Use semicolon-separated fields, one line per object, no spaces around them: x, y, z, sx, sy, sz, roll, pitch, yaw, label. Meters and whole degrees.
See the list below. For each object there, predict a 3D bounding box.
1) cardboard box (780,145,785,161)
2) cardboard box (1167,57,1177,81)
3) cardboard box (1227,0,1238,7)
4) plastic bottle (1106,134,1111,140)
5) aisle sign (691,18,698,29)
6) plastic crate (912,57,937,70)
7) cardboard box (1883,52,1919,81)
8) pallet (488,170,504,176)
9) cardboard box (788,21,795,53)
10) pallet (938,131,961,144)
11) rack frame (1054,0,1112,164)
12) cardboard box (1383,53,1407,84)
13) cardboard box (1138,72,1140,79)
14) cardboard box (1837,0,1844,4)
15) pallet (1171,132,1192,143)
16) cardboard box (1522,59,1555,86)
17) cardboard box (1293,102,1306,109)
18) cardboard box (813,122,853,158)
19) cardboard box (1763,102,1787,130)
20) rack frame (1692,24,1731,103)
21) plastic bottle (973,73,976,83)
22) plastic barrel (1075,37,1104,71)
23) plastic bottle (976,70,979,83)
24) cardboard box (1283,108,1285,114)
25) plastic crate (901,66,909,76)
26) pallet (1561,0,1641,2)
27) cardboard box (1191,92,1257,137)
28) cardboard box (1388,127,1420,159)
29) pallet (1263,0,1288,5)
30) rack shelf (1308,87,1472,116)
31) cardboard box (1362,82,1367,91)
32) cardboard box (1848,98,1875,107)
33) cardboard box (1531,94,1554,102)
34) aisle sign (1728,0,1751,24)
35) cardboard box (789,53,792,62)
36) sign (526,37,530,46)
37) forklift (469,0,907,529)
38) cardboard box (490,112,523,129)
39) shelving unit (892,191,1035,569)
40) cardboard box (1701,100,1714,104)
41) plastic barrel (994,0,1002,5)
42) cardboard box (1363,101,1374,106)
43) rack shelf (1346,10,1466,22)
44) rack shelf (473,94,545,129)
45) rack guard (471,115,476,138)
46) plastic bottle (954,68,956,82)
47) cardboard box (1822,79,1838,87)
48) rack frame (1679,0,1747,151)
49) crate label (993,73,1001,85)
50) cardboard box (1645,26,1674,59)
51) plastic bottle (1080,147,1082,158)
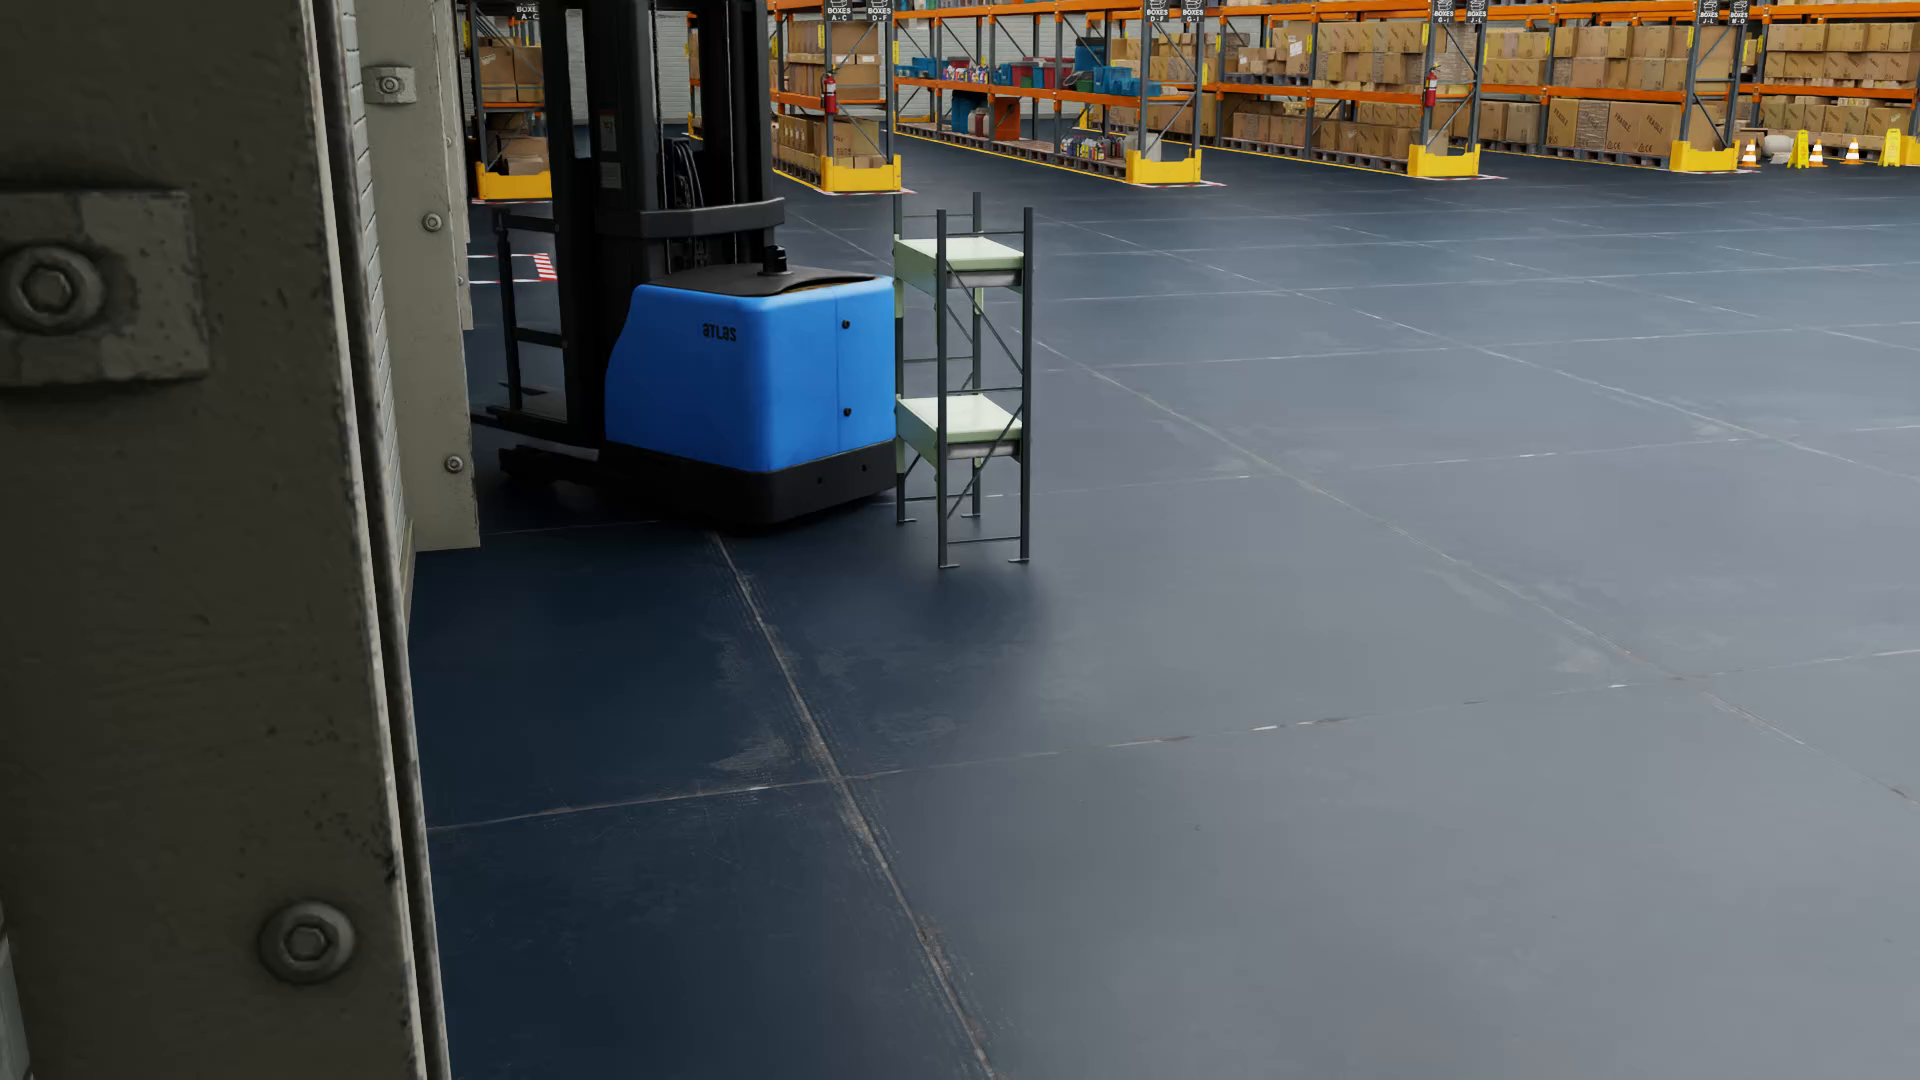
-2.750;-6.534;28.041;0.500;0.250;0.500;-5;17;-15;cardboard box
4.904;-10.421;36.756;0.500;0.500;0.500;-5;17;-17;cardboard box
5.726;-10.906;33.590;0.500;0.250;0.500;-4;17;-14;cardboard box
2.632;-6.980;29.313;0.144;0.351;0.185;-5;17;-17;plastic bottle
-6.184;-12.362;38.874;0.394;0.787;0.004;-5;17;-15;aisle sign
-0.848;-11.480;40.290;0.616;0.435;0.499;-5;17;-15;plastic crate
17.154;-8.580;30.111;0.500;0.500;0.500;-5;17;-16;cardboard box
-6.790;-5.553;25.572;1.003;0.211;1.213;-5;17;-15;pallet
-2.457;-8.349;27.605;0.700;0.500;0.500;-5;17;-15;cardboard box
0.152;-8.854;36.559;1.003;0.211;1.213;-5;17;-15;pallet
2.178;-8.193;29.513;1.000;3.000;0.127;-5;17;-15;rack frame
7.662;-7.952;28.018;0.875;0.500;0.500;-5;17;-15;cardboard box
4.343;-10.735;38.414;0.380;0.149;0.250;-5;17;-15;cardboard box
16.742;-10.151;31.255;0.380;0.149;0.250;-5;17;-15;cardboard box
5.365;-8.916;36.768;1.003;0.211;1.213;-5;17;-15;pallet
11.337;-9.120;32.425;0.500;0.500;0.500;-5;17;-16;cardboard box
8.609;-10.931;41.819;0.380;0.149;0.250;-4;17;-13;cardboard box
-1.920;-6.064;25.172;0.500;0.500;0.500;-5;17;-15;cardboard box
16.371;-8.427;33.038;0.500;0.500;0.500;-4;17;-13;cardboard box
19.042;-11.974;42.101;1.000;3.000;0.127;-5;17;-15;rack frame
0.319;-9.541;34.346;0.097;0.201;0.097;0;17;0;plastic bottle
2.363;-8.564;29.876;0.600;0.901;0.708;-5;17;-15;plastic barrel
0.373;-9.521;34.157;0.097;0.271;0.097;0;17;0;plastic bottle
8.358;-11.001;42.569;0.380;0.149;0.250;-5;17;-16;cardboard box
-1.187;-11.184;39.658;0.416;0.233;0.300;-5;17;-15;plastic crate
11.952;-10.116;30.854;1.003;0.211;1.213;-5;17;-15;pallet
5.672;-9.067;35.386;1.225;0.875;0.875;-6;18;-18;cardboard box
7.687;-6.819;28.553;0.500;0.500;0.500;0;17;-1;cardboard box
6.585;-10.397;31.963;1.213;0.211;1.003;-5;17;-15;pallet
7.490;-7.687;29.078;1.077;0.370;4.000;-5;17;-15;rack shelf
7.248;-7.902;28.979;0.380;0.149;0.250;-5;17;-15;cardboard box
16.866;-8.183;31.097;0.380;0.149;0.250;-4;17;-14;cardboard box
14.518;-10.599;40.487;0.875;0.875;0.875;-4;17;-14;cardboard box
13.144;-9.091;27.985;0.394;0.787;0.004;-5;17;-15;aisle sign
-2.629;-8.002;27.575;0.380;0.149;0.250;-4;17;-14;cardboard box
-7.928;-9.078;30.585;0.100;0.325;0.005;-5;17;-15;sign
-1.721;-1.781;8.287;3.031;2.935;1.130;13;21;37;forklift
-7.690;-7.106;28.172;0.500;0.250;0.500;-5;17;-16;cardboard box
0.002;-0.716;7.230;0.431;1.500;0.755;-5;17;-15;shelving unit
18.958;-10.827;41.896;0.500;0.500;0.500;-4;17;-13;cardboard box
0.870;-10.679;32.382;0.421;0.512;0.421;0;17;0;plastic barrel
9.636;-10.152;38.347;0.500;0.250;0.500;-4;17;-14;cardboard box
10.088;-11.700;37.226;1.077;0.370;4.000;-5;17;-15;rack shelf
-6.798;-6.512;25.167;1.077;0.370;4.000;-5;17;-15;rack shelf
-10.652;-9.538;38.337;1.175;0.500;0.348;-5;17;-15;rack guard
-0.086;-9.969;35.629;0.061;0.283;0.133;-5;17;-15;plastic bottle
16.686;-8.713;31.681;0.380;0.149;0.250;-5;17;-15;cardboard box
12.836;-7.842;28.345;1.000;3.000;0.127;-5;17;-15;rack frame
0.834;-9.073;32.734;0.303;0.233;0.416;-5;17;-15;crate label
12.532;-8.682;29.003;0.875;0.550;0.550;-5;17;-15;cardboard box
2.108;-6.675;28.559;0.097;0.201;0.097;0;17;0;plastic bottle
